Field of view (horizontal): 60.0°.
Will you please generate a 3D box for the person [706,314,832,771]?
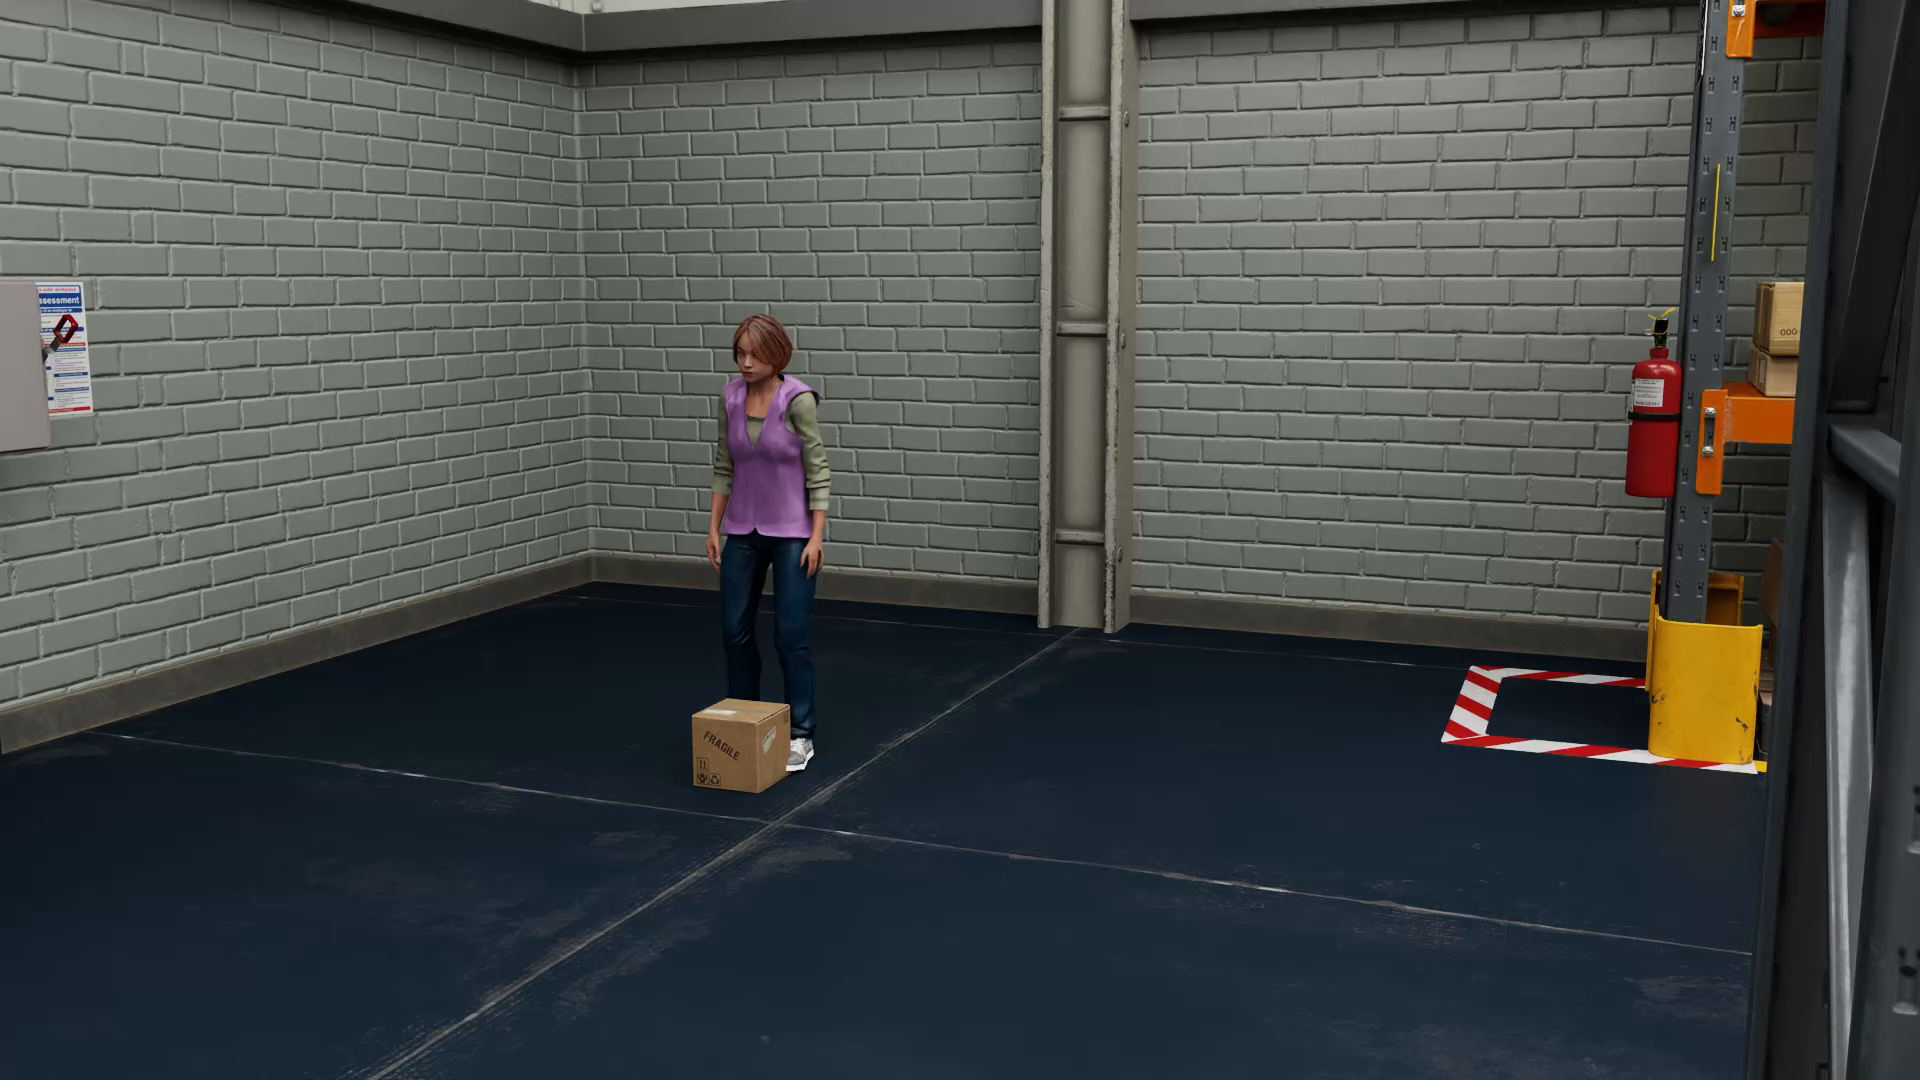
[{"bbox_3d":[-0.674,0.013,5.846,0.465,1.581,0.347,3,10,21],"label":"person"}]
